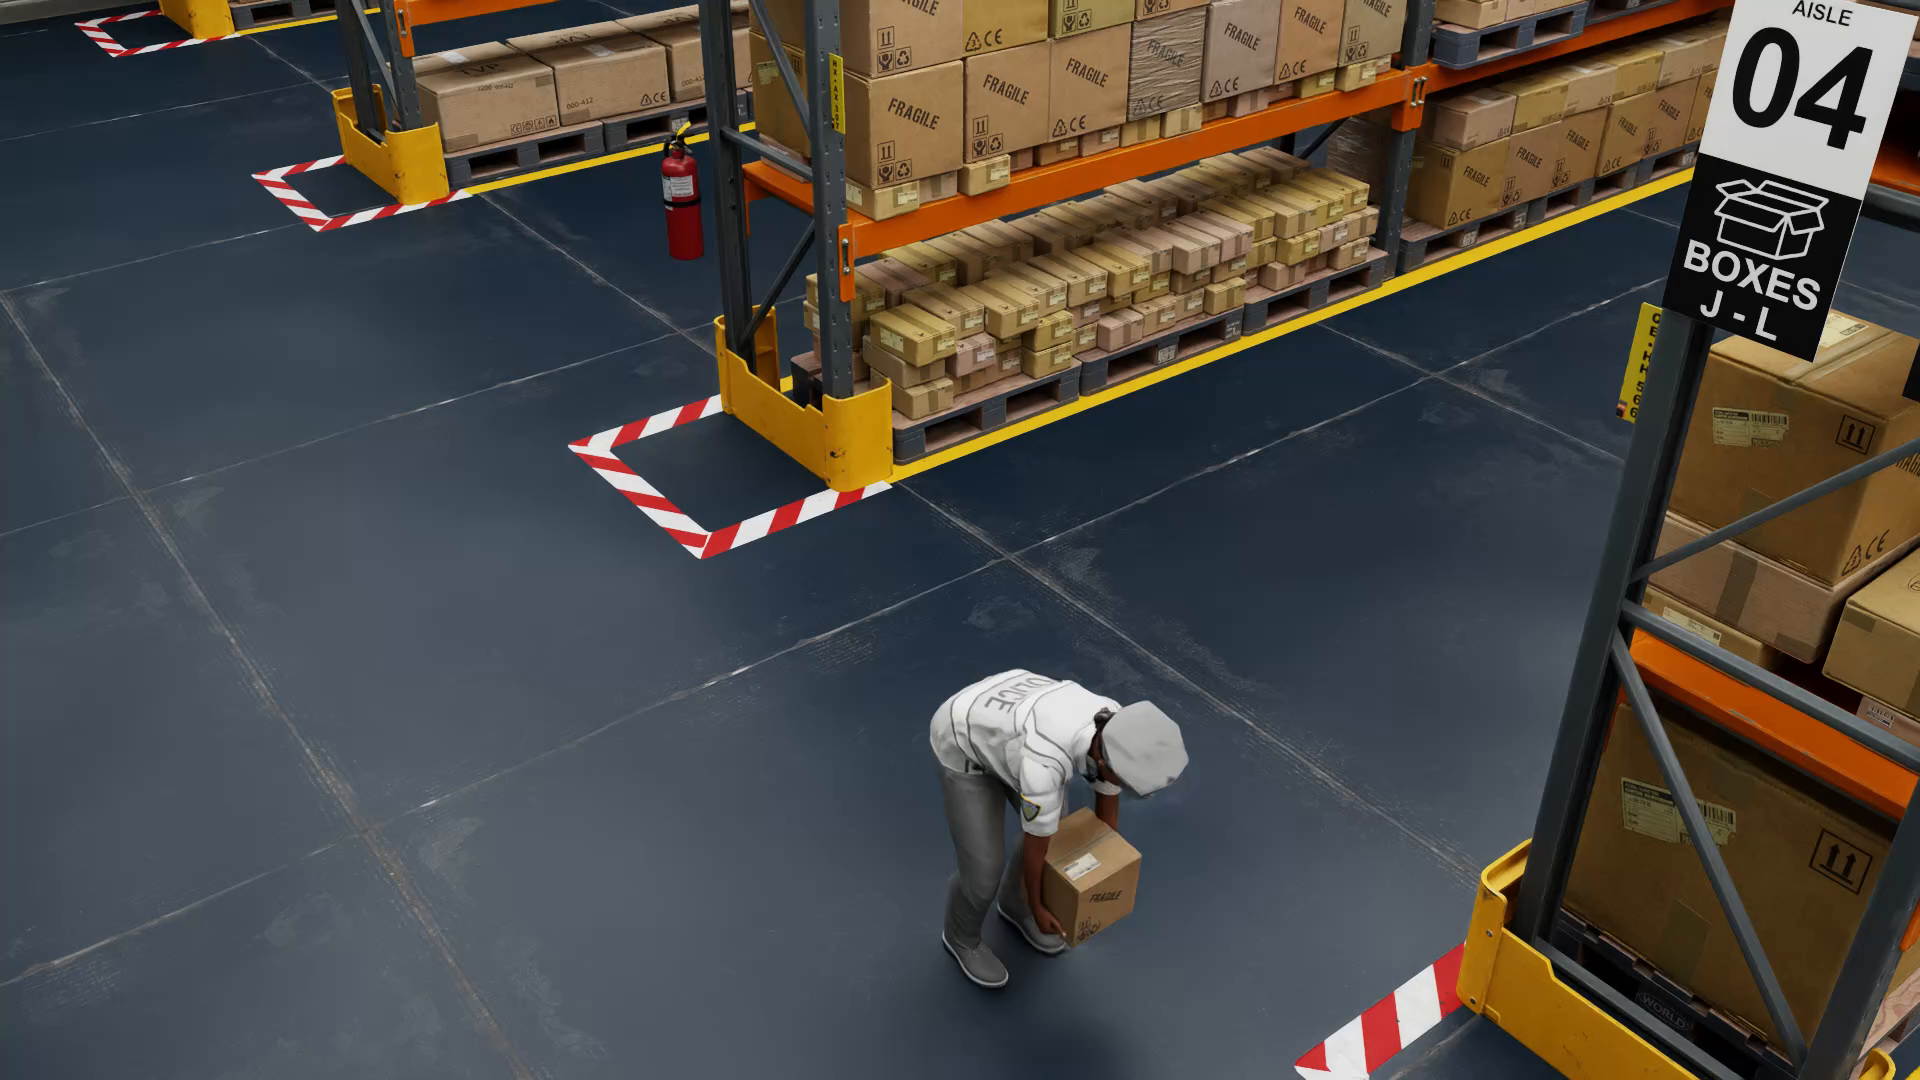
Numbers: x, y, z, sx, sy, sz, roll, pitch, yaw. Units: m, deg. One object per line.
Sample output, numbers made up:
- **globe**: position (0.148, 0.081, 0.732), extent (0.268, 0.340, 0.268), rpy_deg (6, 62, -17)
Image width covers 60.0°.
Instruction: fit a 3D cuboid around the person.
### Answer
- **person**: position (0.283, 0.901, 5.069), extent (0.414, 1.291, 0.902), rpy_deg (-24, 39, -32)
